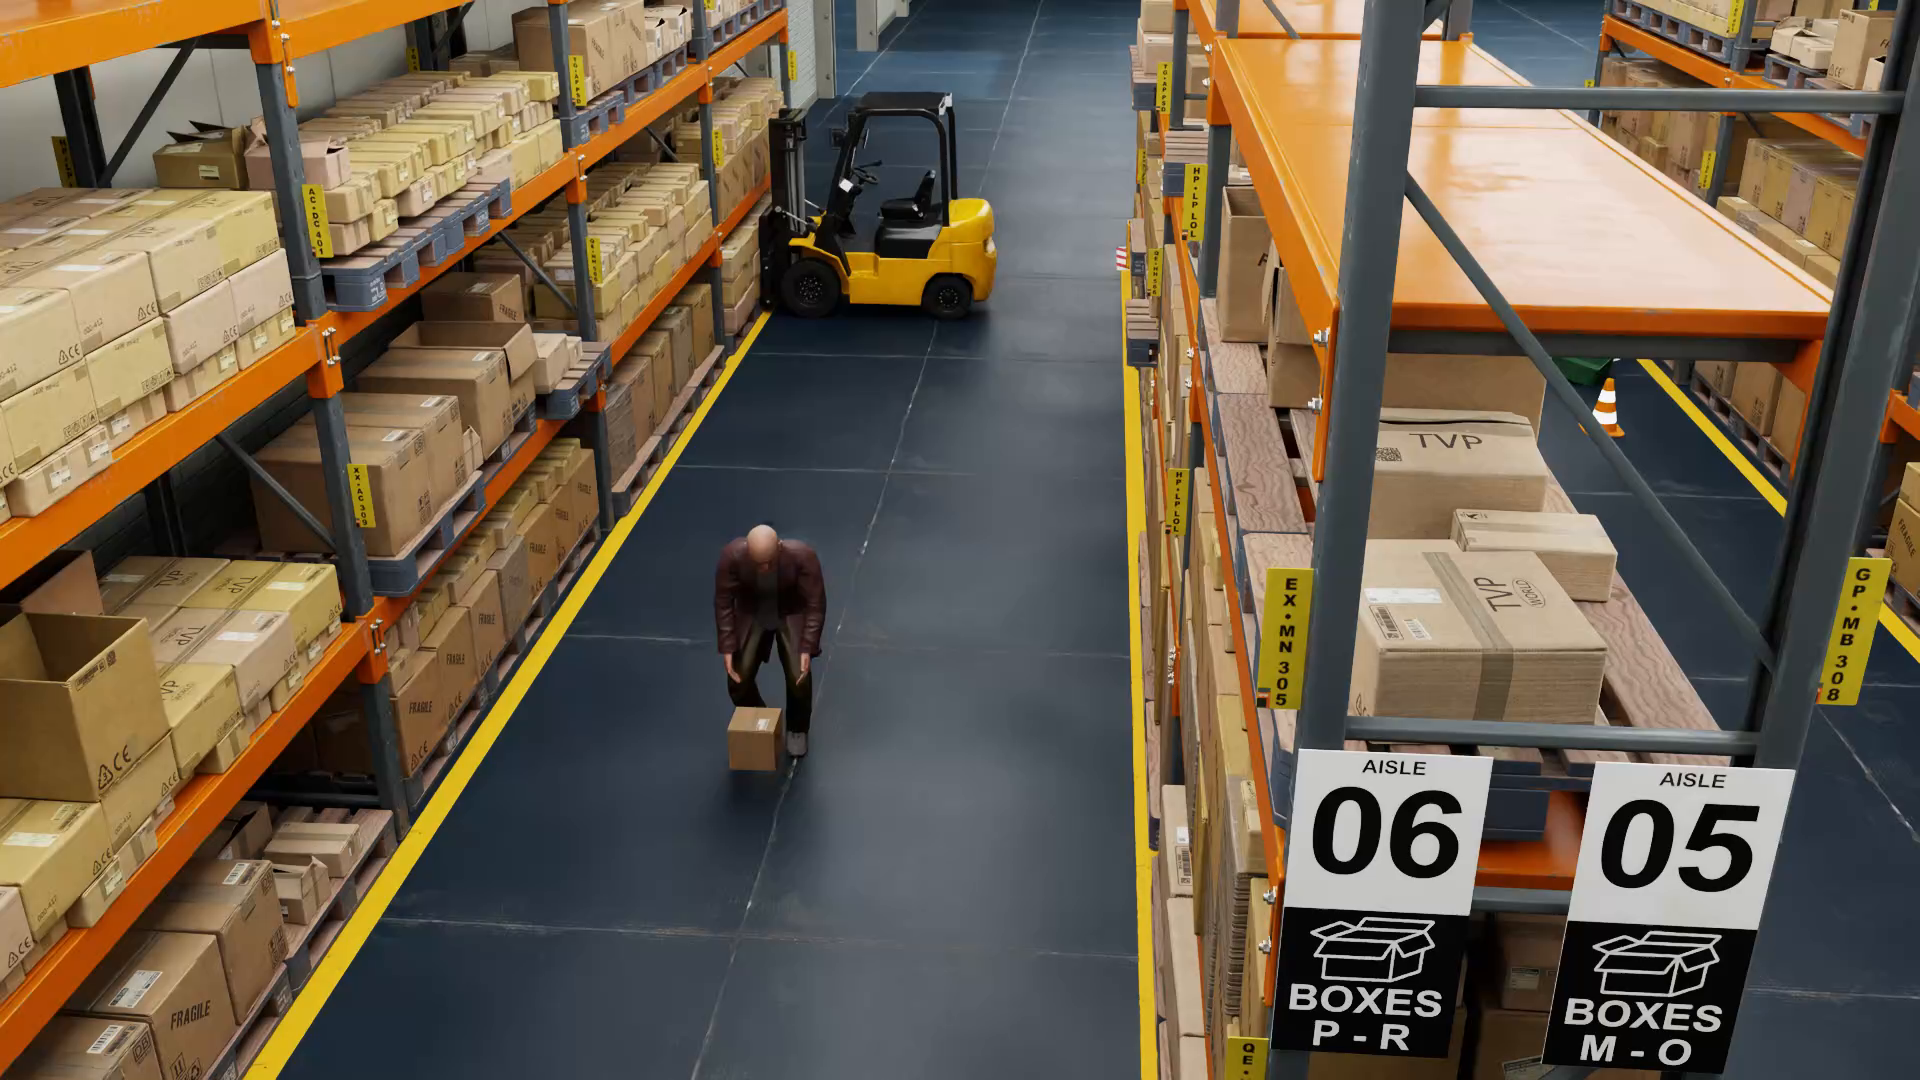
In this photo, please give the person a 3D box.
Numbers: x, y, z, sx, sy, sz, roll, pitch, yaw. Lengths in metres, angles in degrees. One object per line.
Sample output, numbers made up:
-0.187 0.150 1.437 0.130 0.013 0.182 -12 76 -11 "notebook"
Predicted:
-1.035 0.510 9.277 0.629 1.476 0.680 2 24 4 "person"
